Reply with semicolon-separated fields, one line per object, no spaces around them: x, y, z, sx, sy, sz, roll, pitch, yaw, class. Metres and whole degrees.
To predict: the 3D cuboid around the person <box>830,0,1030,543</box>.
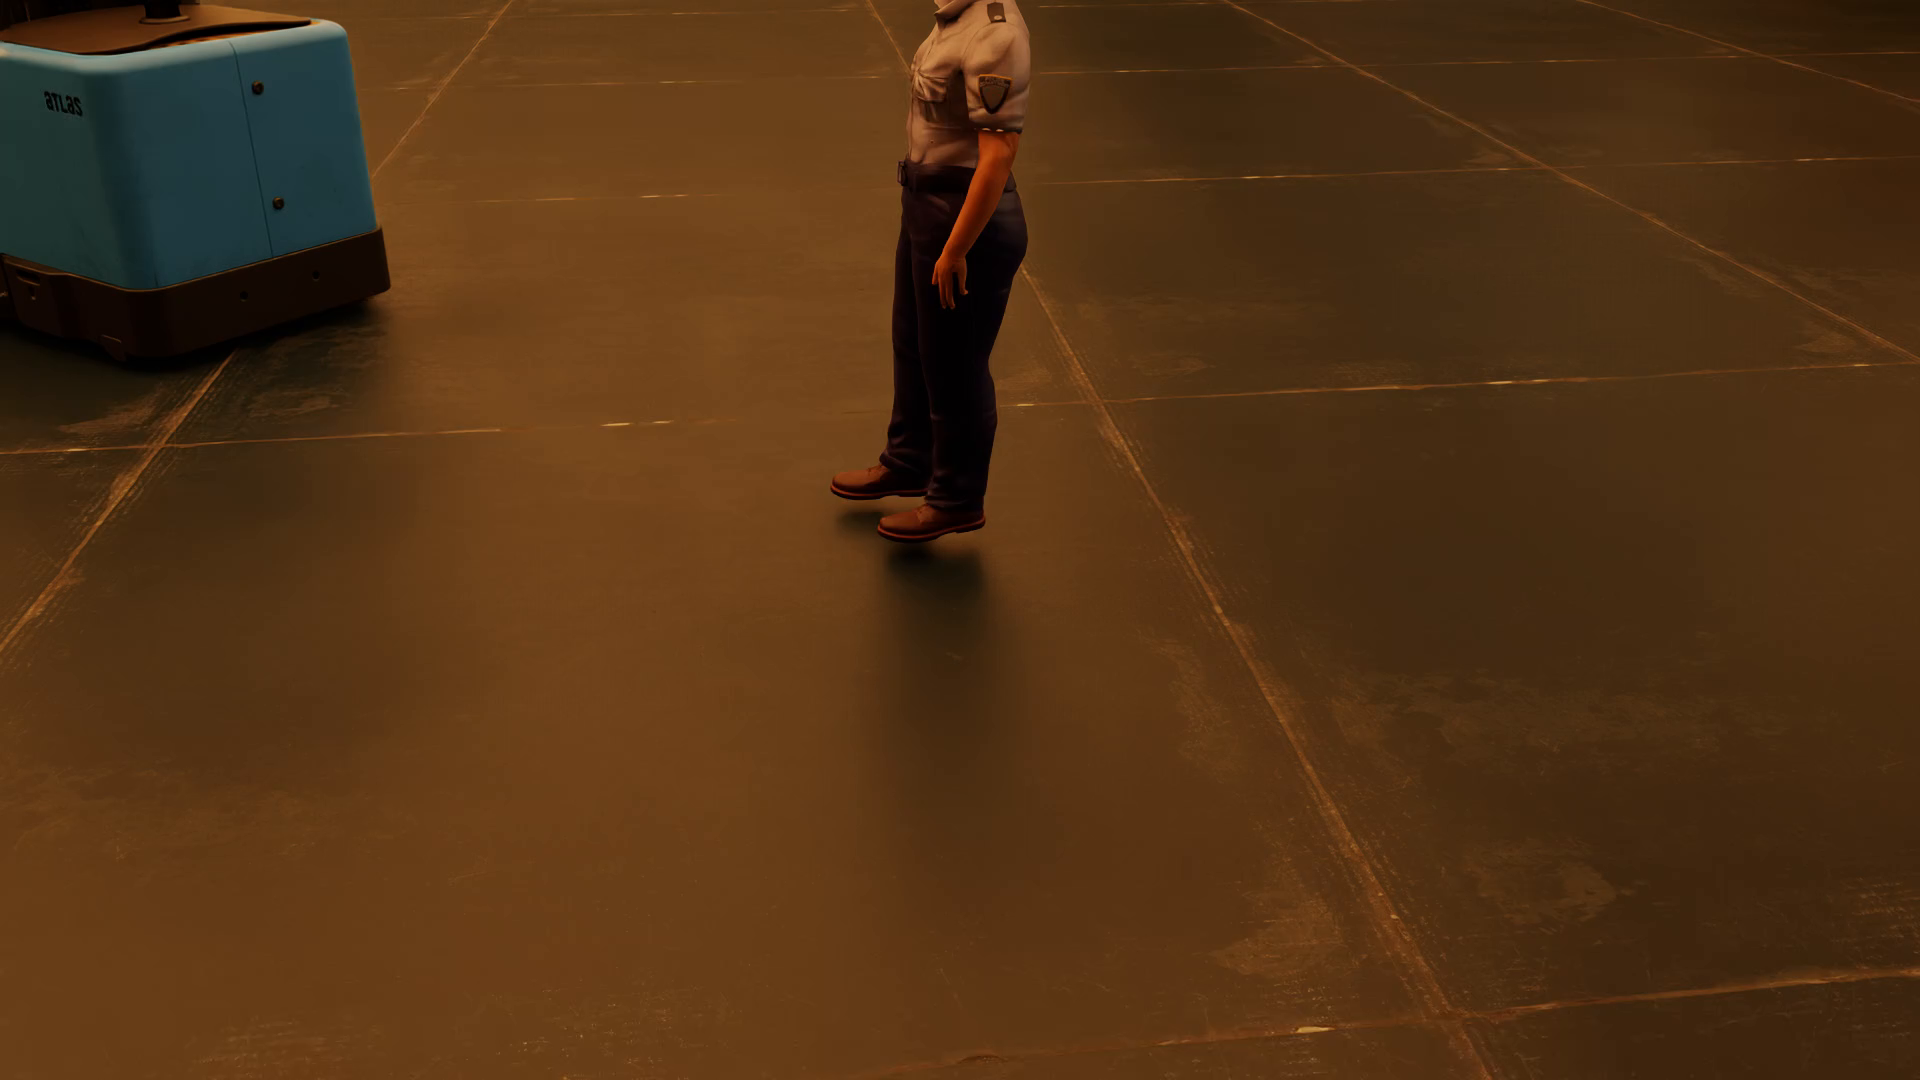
-0.092;-0.786;4.240;0.502;1.643;0.598;-3;26;-7;person

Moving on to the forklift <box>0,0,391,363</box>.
-3.725;-2.420;6.252;3.031;2.935;1.130;16;30;30;forklift
